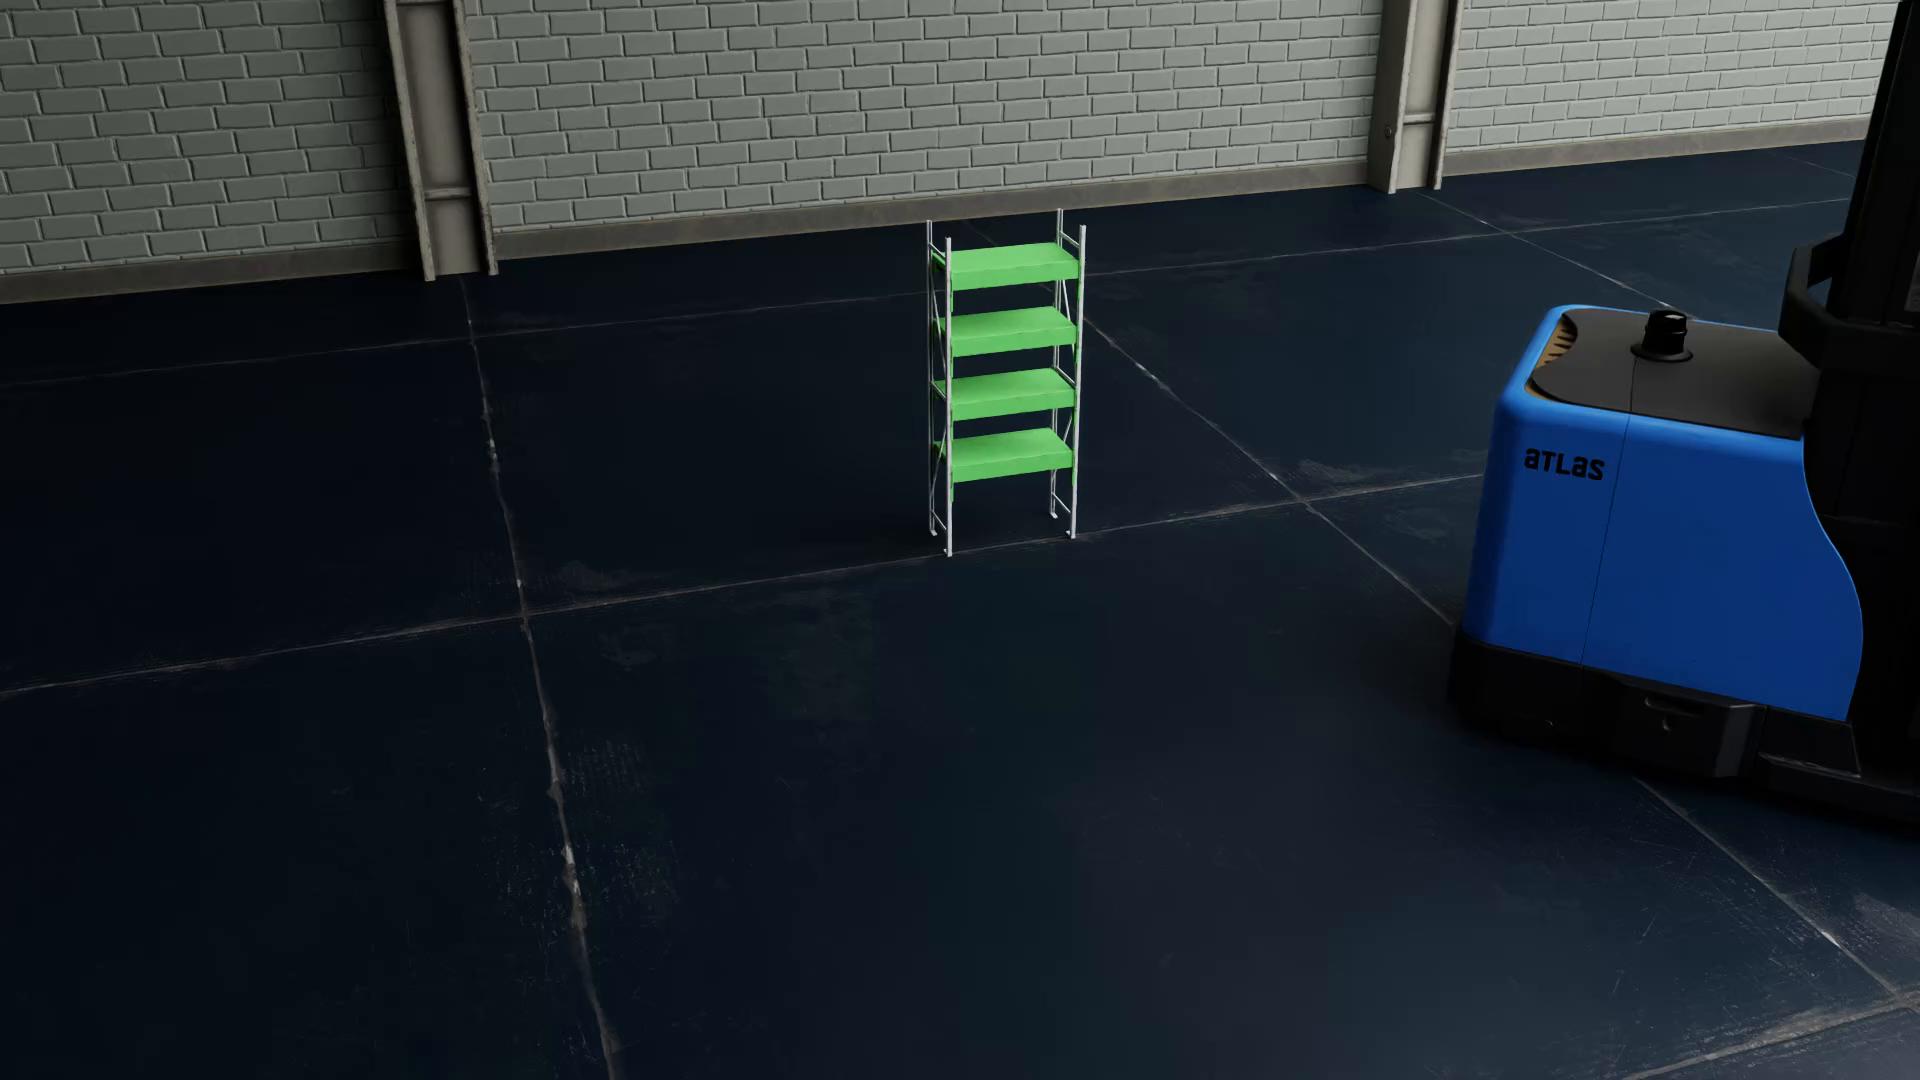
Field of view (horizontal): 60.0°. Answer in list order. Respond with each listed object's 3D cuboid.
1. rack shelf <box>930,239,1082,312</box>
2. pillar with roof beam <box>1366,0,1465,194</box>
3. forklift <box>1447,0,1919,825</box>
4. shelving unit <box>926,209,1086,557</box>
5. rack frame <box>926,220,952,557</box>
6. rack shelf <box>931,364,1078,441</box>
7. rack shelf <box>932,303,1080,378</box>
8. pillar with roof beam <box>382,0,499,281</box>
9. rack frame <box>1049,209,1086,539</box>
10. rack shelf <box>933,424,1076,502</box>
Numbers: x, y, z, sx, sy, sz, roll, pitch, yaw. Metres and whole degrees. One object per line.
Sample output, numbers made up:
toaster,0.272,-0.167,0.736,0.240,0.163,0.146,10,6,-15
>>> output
rack shelf,0.157,-0.933,5.844,0.480,0.148,0.258,-8,28,-16
pillar with roof beam,4.246,-4.546,5.287,0.400,9.000,9.100,-8,28,-16
forklift,3.052,-0.649,4.262,3.031,2.935,1.130,12,29,23
shelving unit,0.157,-0.560,6.029,0.503,1.200,0.258,-8,28,-16
rack frame,-0.075,-0.527,5.961,0.015,1.200,0.240,-8,28,-16
rack shelf,0.157,-0.503,6.058,0.480,0.148,0.258,-8,28,-16
rack shelf,0.157,-0.718,5.951,0.480,0.148,0.258,-8,28,-16
pillar with roof beam,-1.459,-3.720,3.622,0.400,9.000,9.100,-8,28,-16
rack frame,0.389,-0.594,6.097,0.015,1.200,0.240,-8,28,-16
rack shelf,0.157,-0.288,6.164,0.480,0.148,0.258,-8,28,-16
